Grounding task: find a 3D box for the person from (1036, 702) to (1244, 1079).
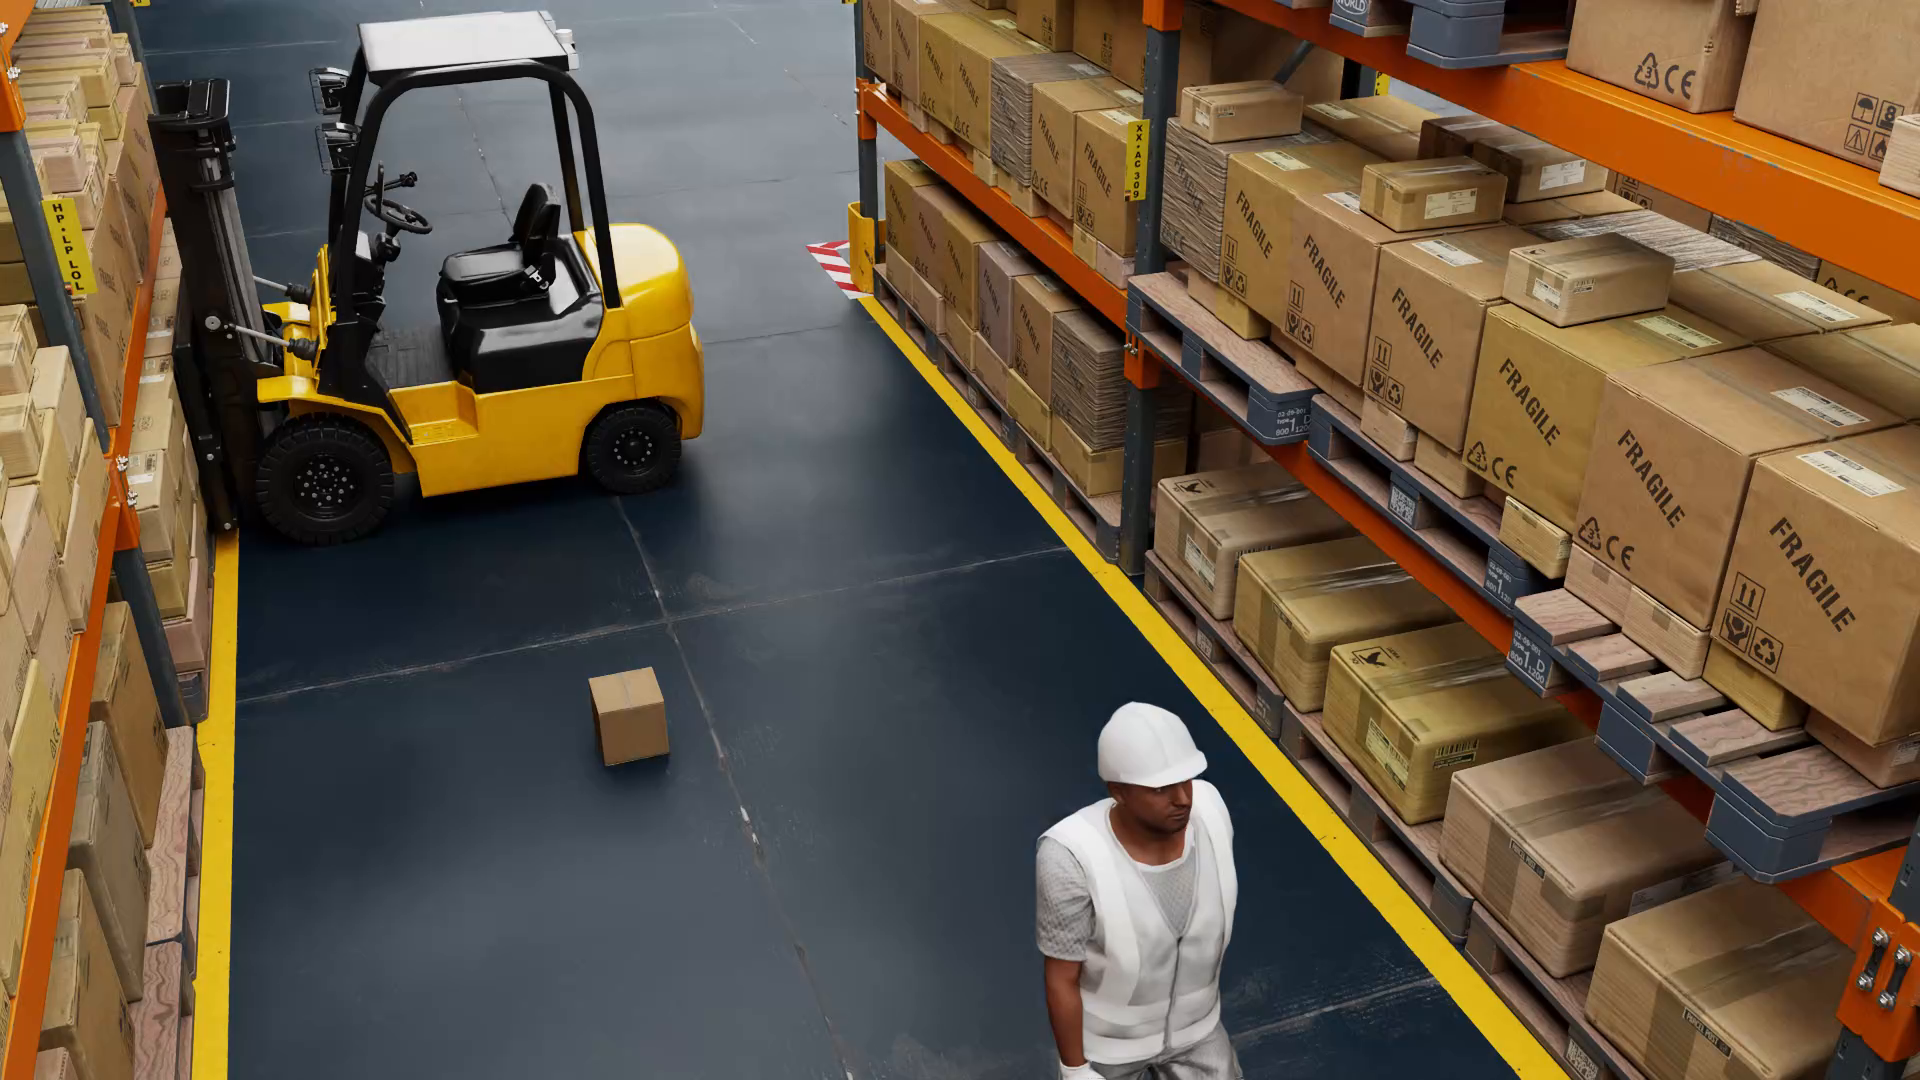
[{"bbox_3d":[0.445,1.197,4.004,0.544,1.825,0.489,-11,32,-19],"label":"person"}]
